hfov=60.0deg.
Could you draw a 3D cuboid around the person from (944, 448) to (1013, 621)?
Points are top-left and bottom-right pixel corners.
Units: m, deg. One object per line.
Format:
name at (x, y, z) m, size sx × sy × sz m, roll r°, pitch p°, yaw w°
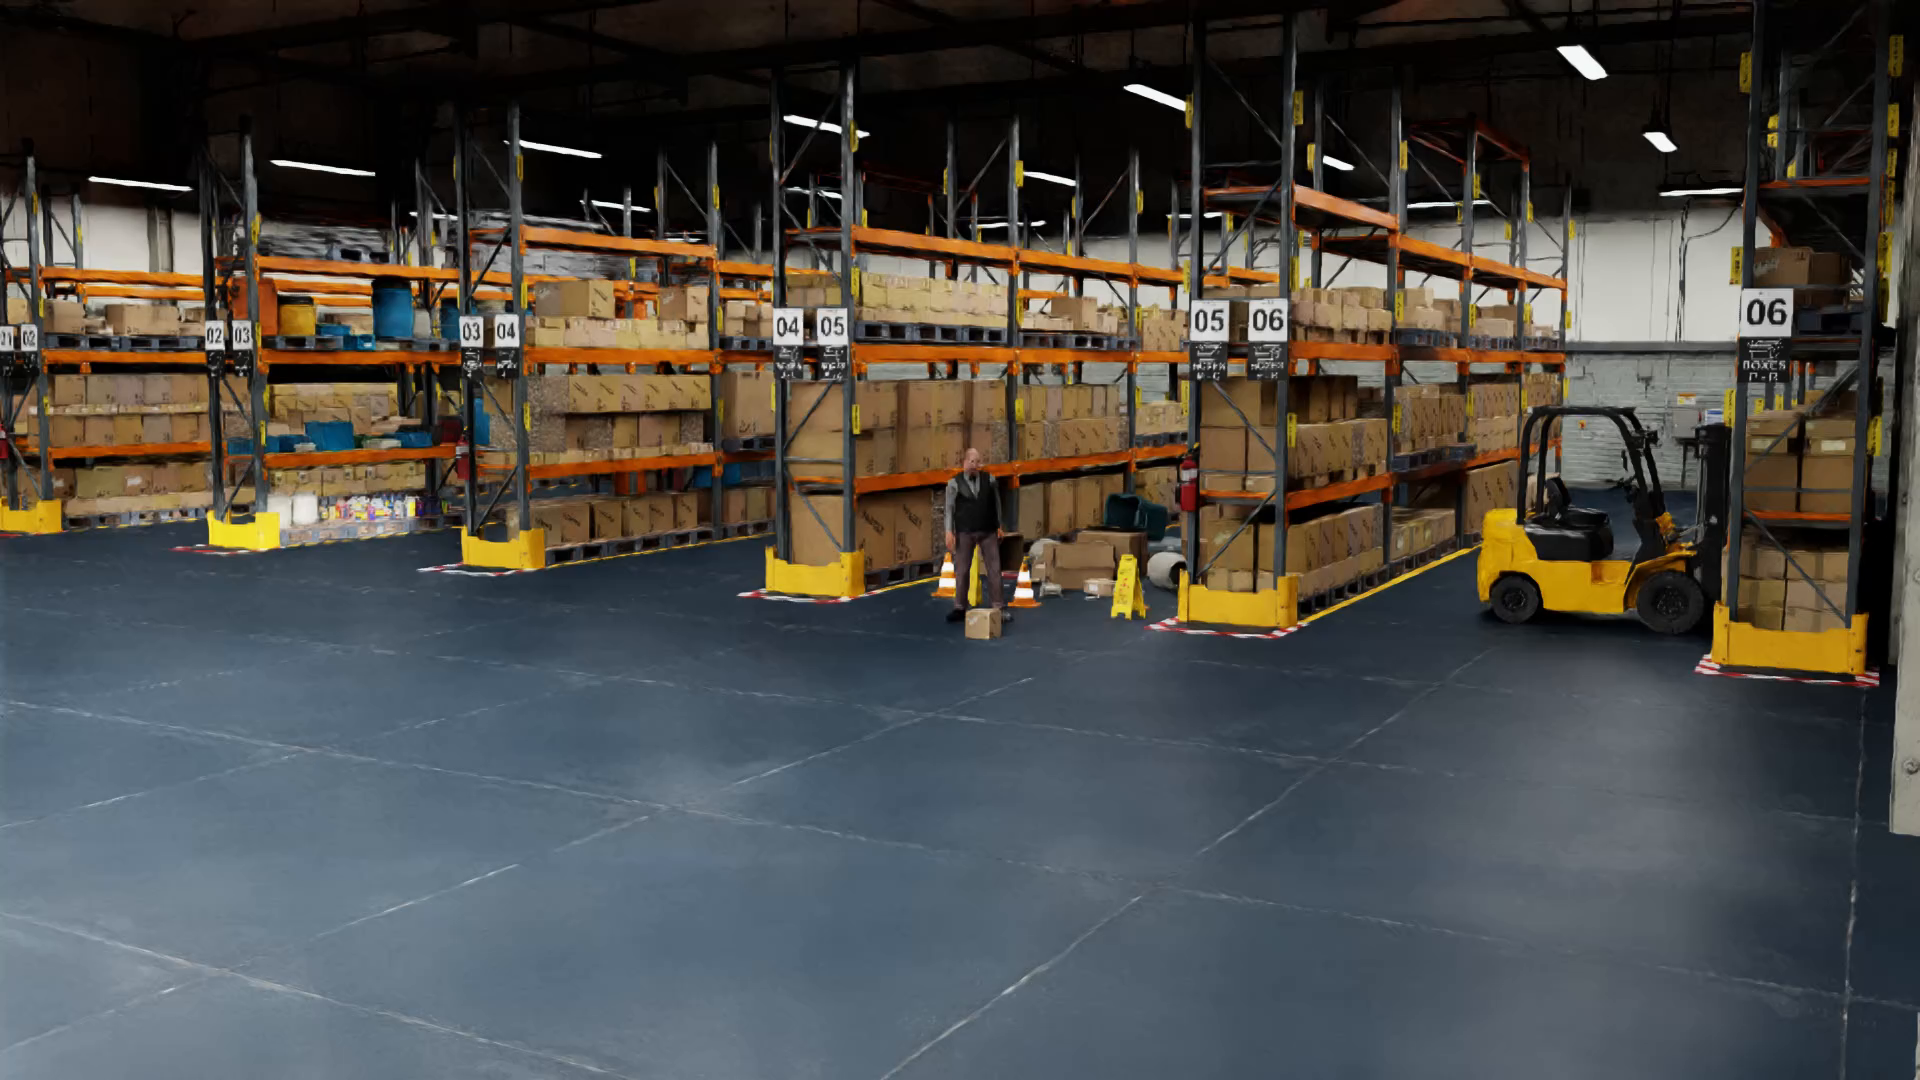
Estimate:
person at (0.173, -0.054, 16.564) m, size 0.672 × 1.722 × 0.466 m, roll -1°, pitch 6°, yaw -10°
